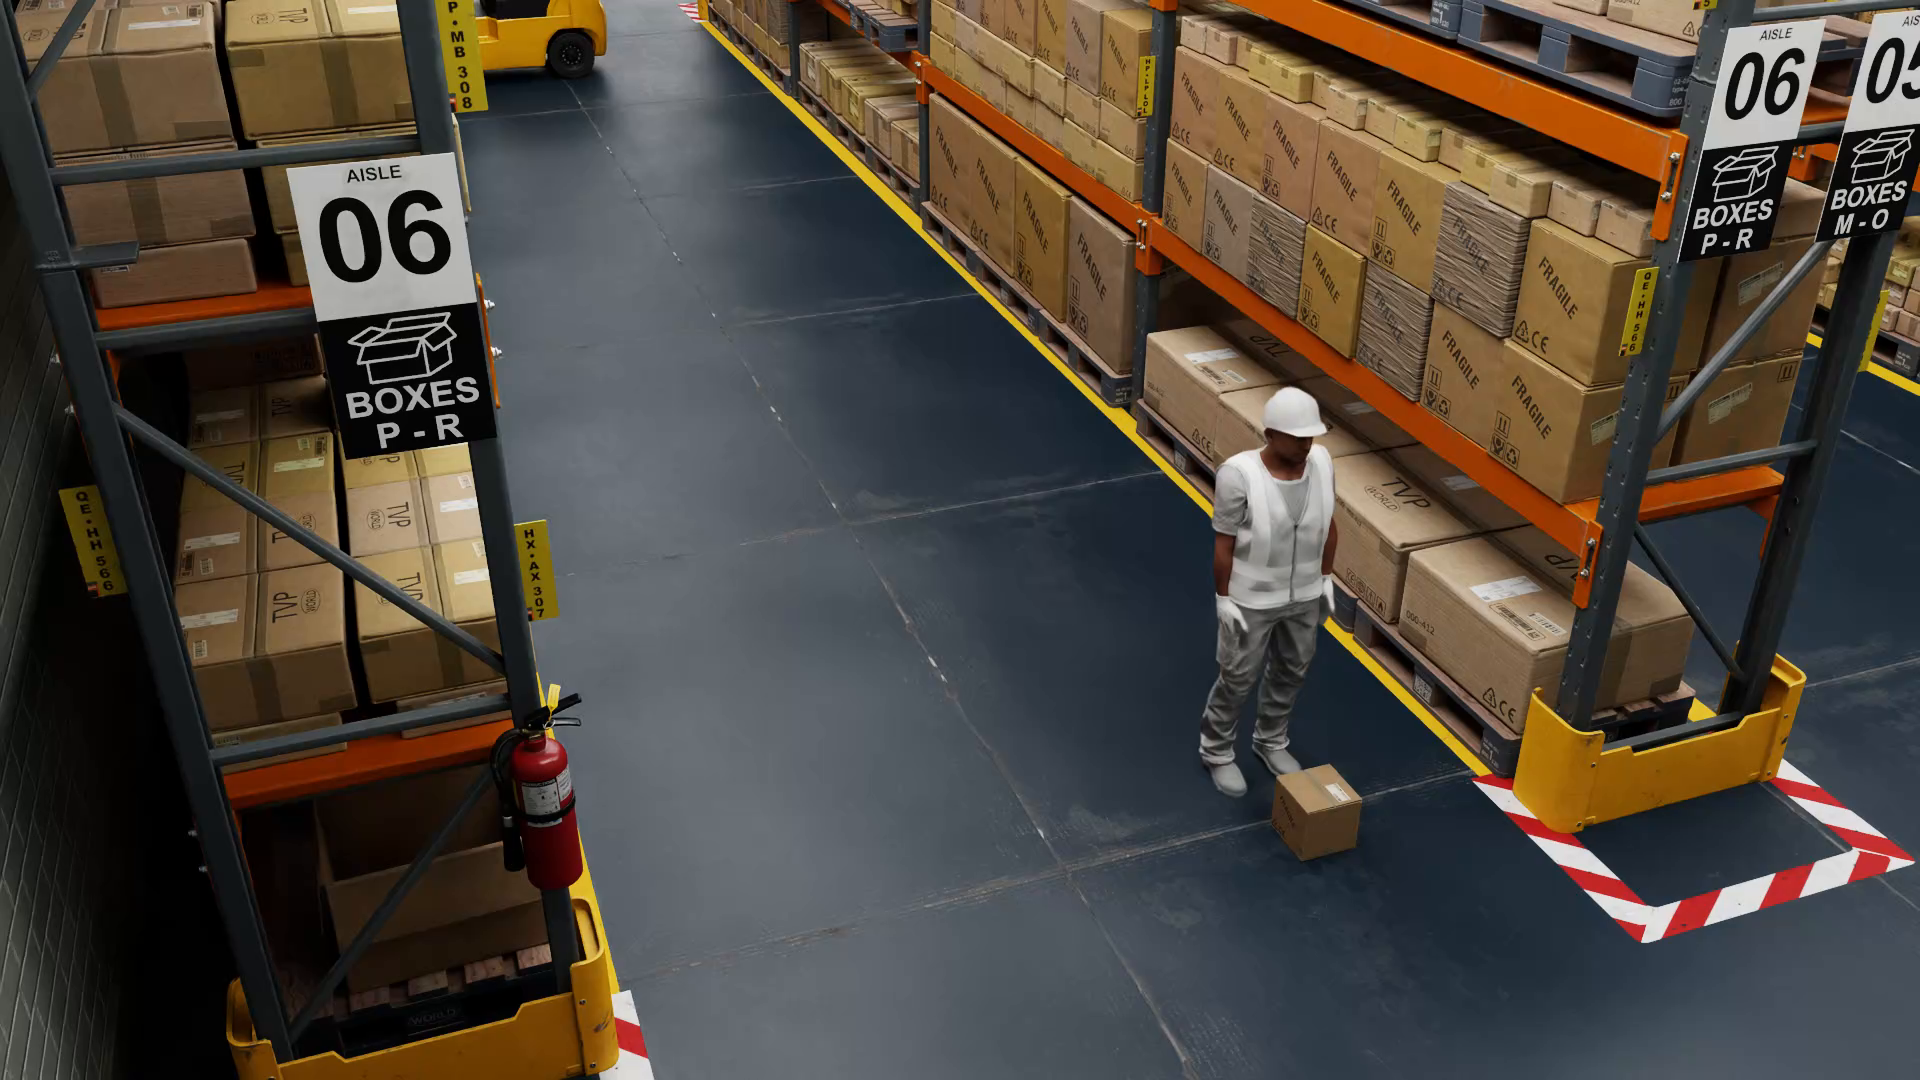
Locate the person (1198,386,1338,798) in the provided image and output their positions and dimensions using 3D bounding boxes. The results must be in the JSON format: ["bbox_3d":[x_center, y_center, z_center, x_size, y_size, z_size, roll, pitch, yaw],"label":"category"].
[{"bbox_3d":[1.269,0.210,6.747,0.547,1.785,0.351,-11,31,-18],"label":"person"}]
